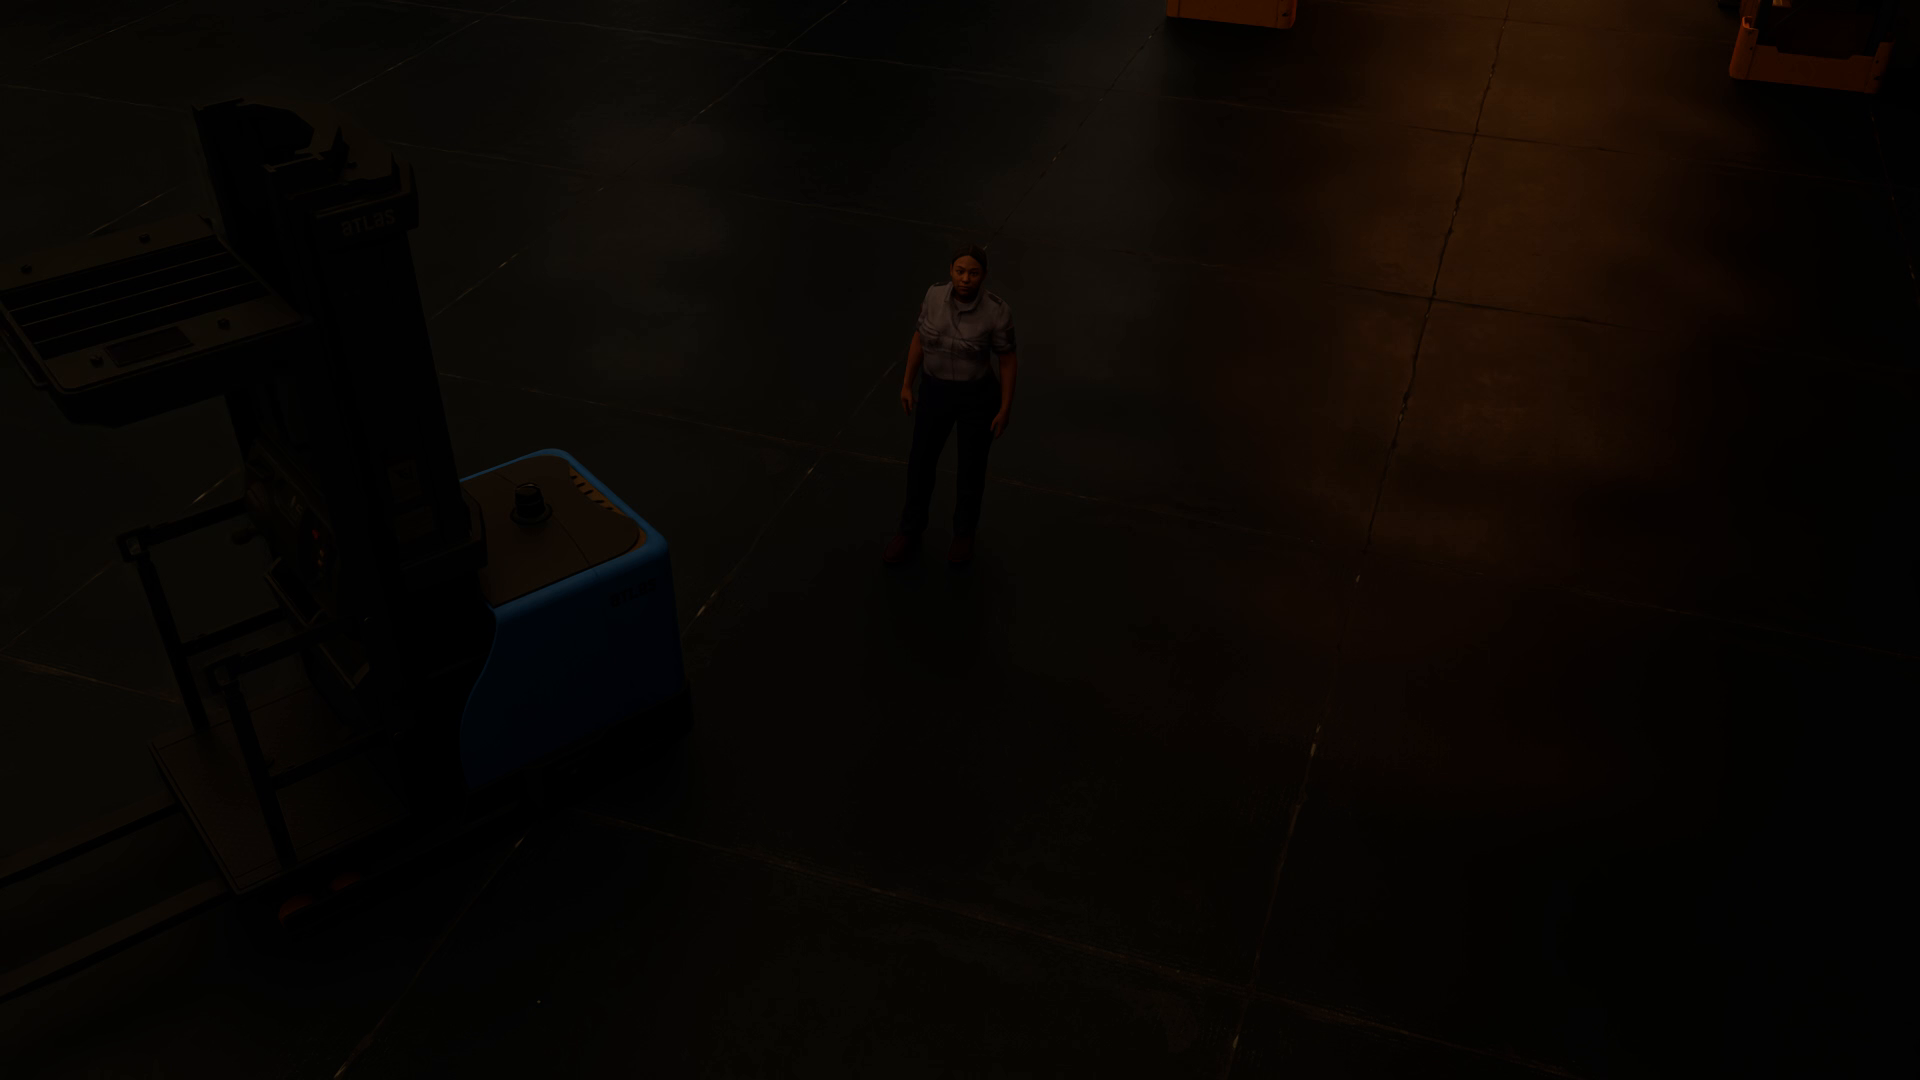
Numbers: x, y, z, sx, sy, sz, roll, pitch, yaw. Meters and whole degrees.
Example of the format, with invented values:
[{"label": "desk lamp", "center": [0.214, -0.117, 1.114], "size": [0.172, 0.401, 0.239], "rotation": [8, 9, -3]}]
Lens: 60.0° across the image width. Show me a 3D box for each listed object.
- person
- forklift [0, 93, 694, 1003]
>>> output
[{"label": "person", "center": [-0.052, -0.633, 8.101], "size": [0.598, 1.651, 0.502], "rotation": [12, 37, 16]}, {"label": "forklift", "center": [-2.647, 0.000, 6.111], "size": [3.031, 2.935, 1.130], "rotation": [-25, 42, -31]}]
